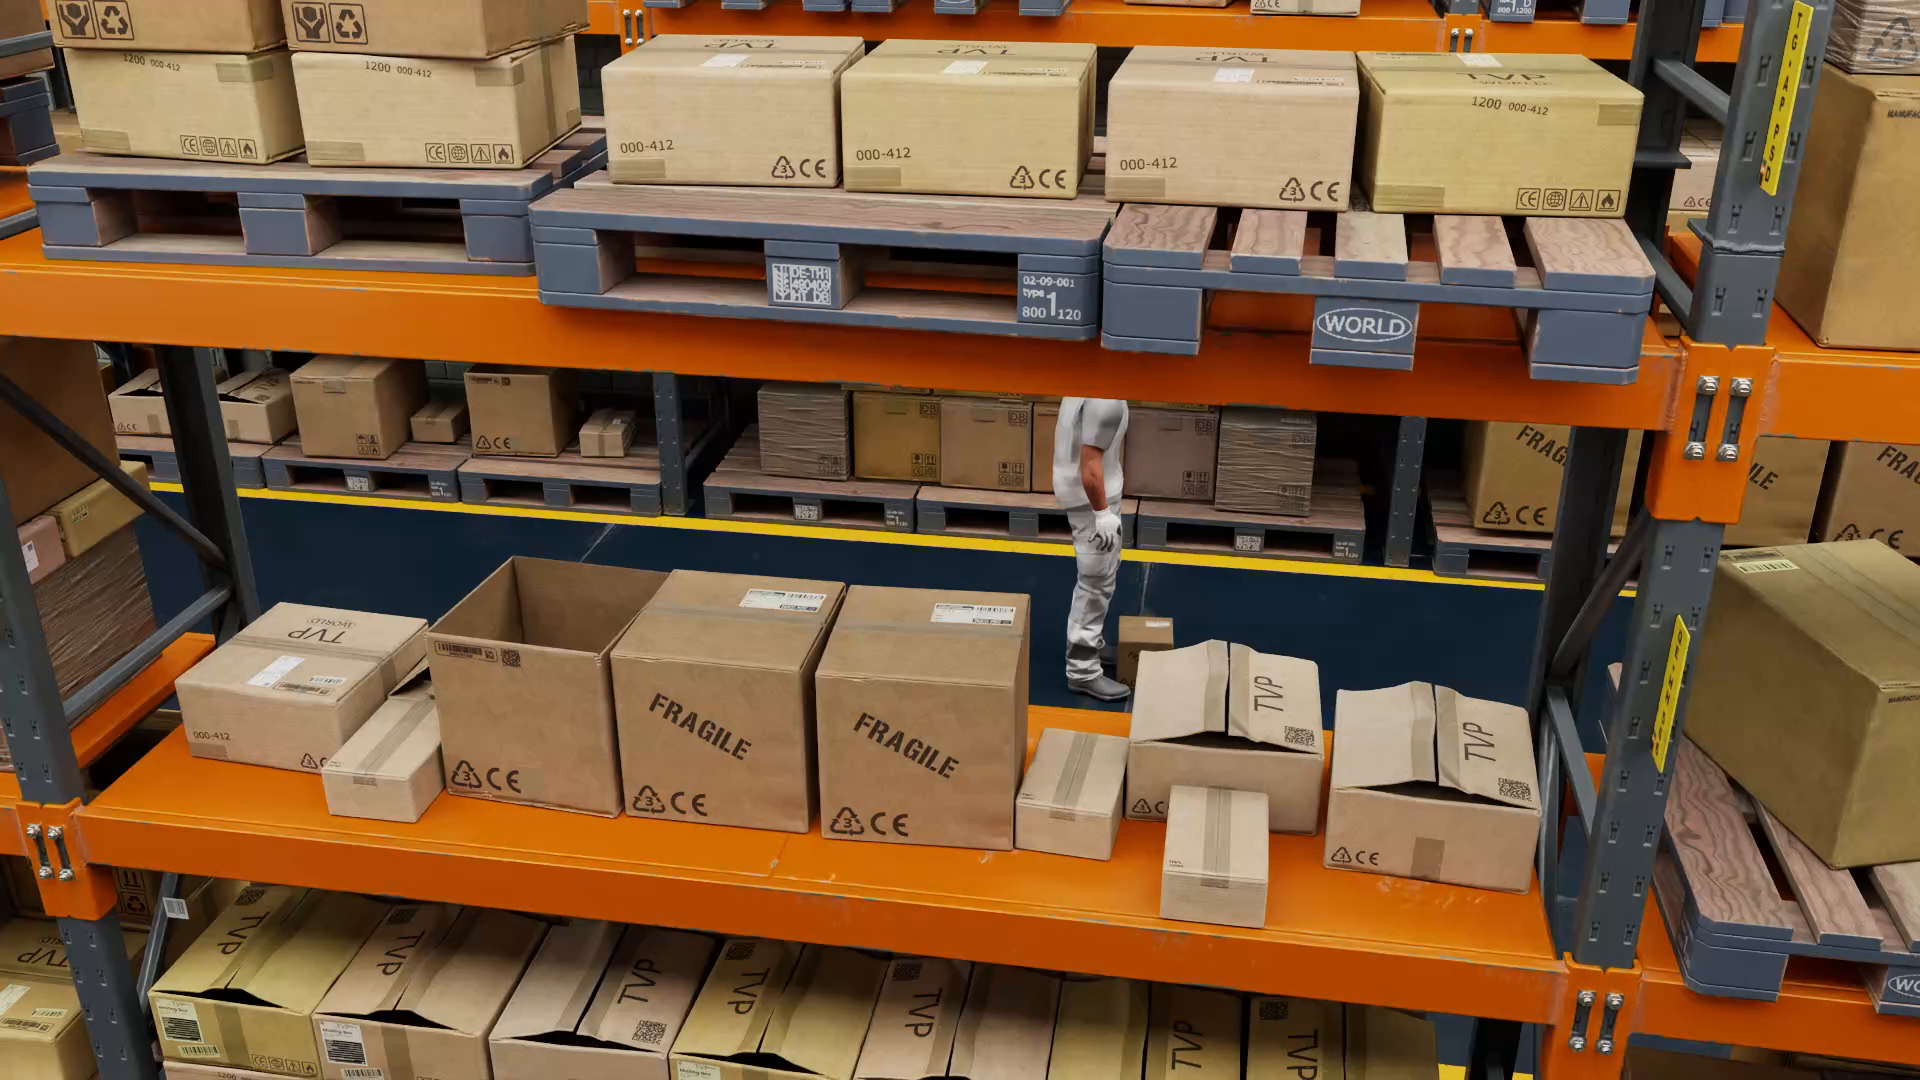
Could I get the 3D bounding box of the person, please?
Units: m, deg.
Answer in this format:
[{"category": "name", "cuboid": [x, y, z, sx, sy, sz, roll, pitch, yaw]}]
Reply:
[{"category": "person", "cuboid": [0.637, -0.191, 7.443, 0.452, 1.779, 0.618, 2, 25, 5]}]
